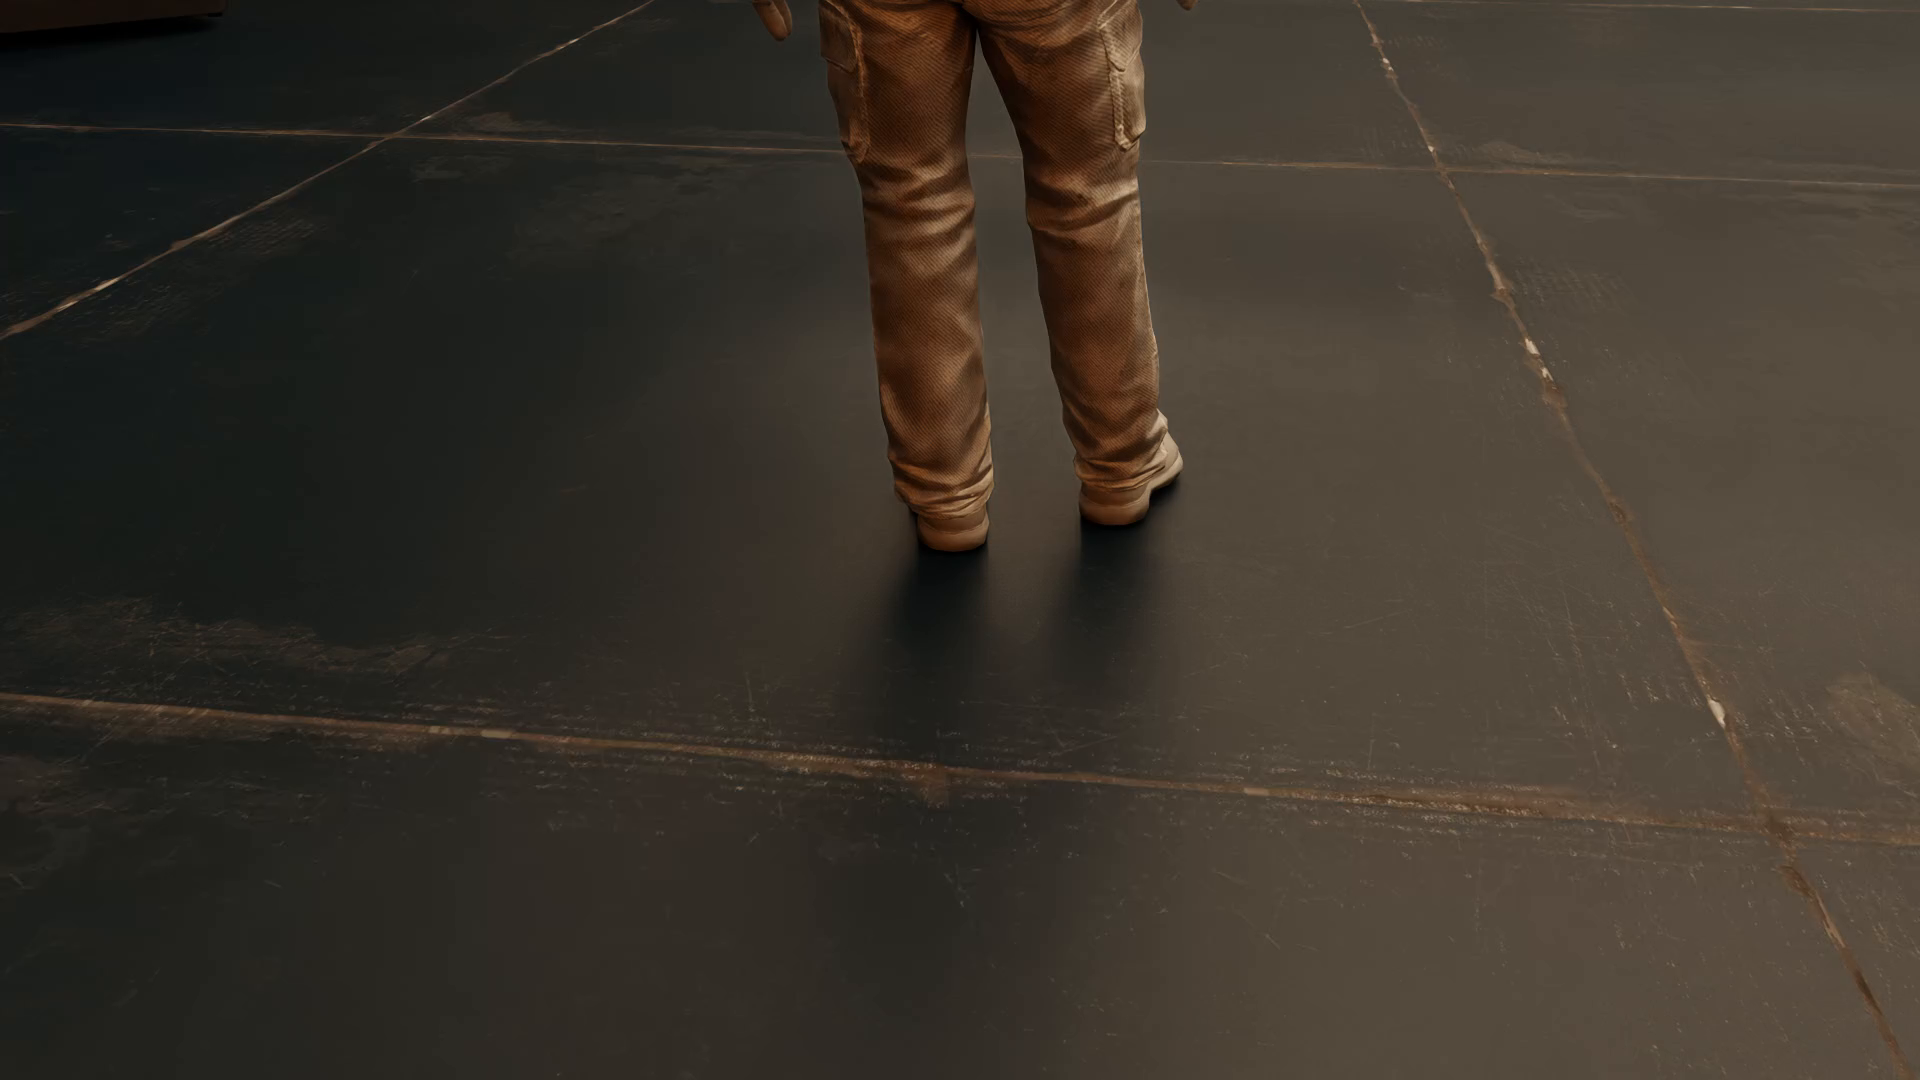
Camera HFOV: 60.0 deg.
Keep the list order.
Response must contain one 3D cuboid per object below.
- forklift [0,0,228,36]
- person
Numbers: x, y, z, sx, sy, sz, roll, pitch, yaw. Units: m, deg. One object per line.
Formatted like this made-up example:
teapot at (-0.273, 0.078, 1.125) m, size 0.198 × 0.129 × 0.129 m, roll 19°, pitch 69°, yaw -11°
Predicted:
forklift at (-4.151, -3.685, 6.604) m, size 1.130 × 2.935 × 3.031 m, roll -19°, pitch 32°, yaw -33°
person at (0.018, -0.836, 2.161) m, size 0.656 × 1.782 × 0.577 m, roll 3°, pitch 27°, yaw 7°
